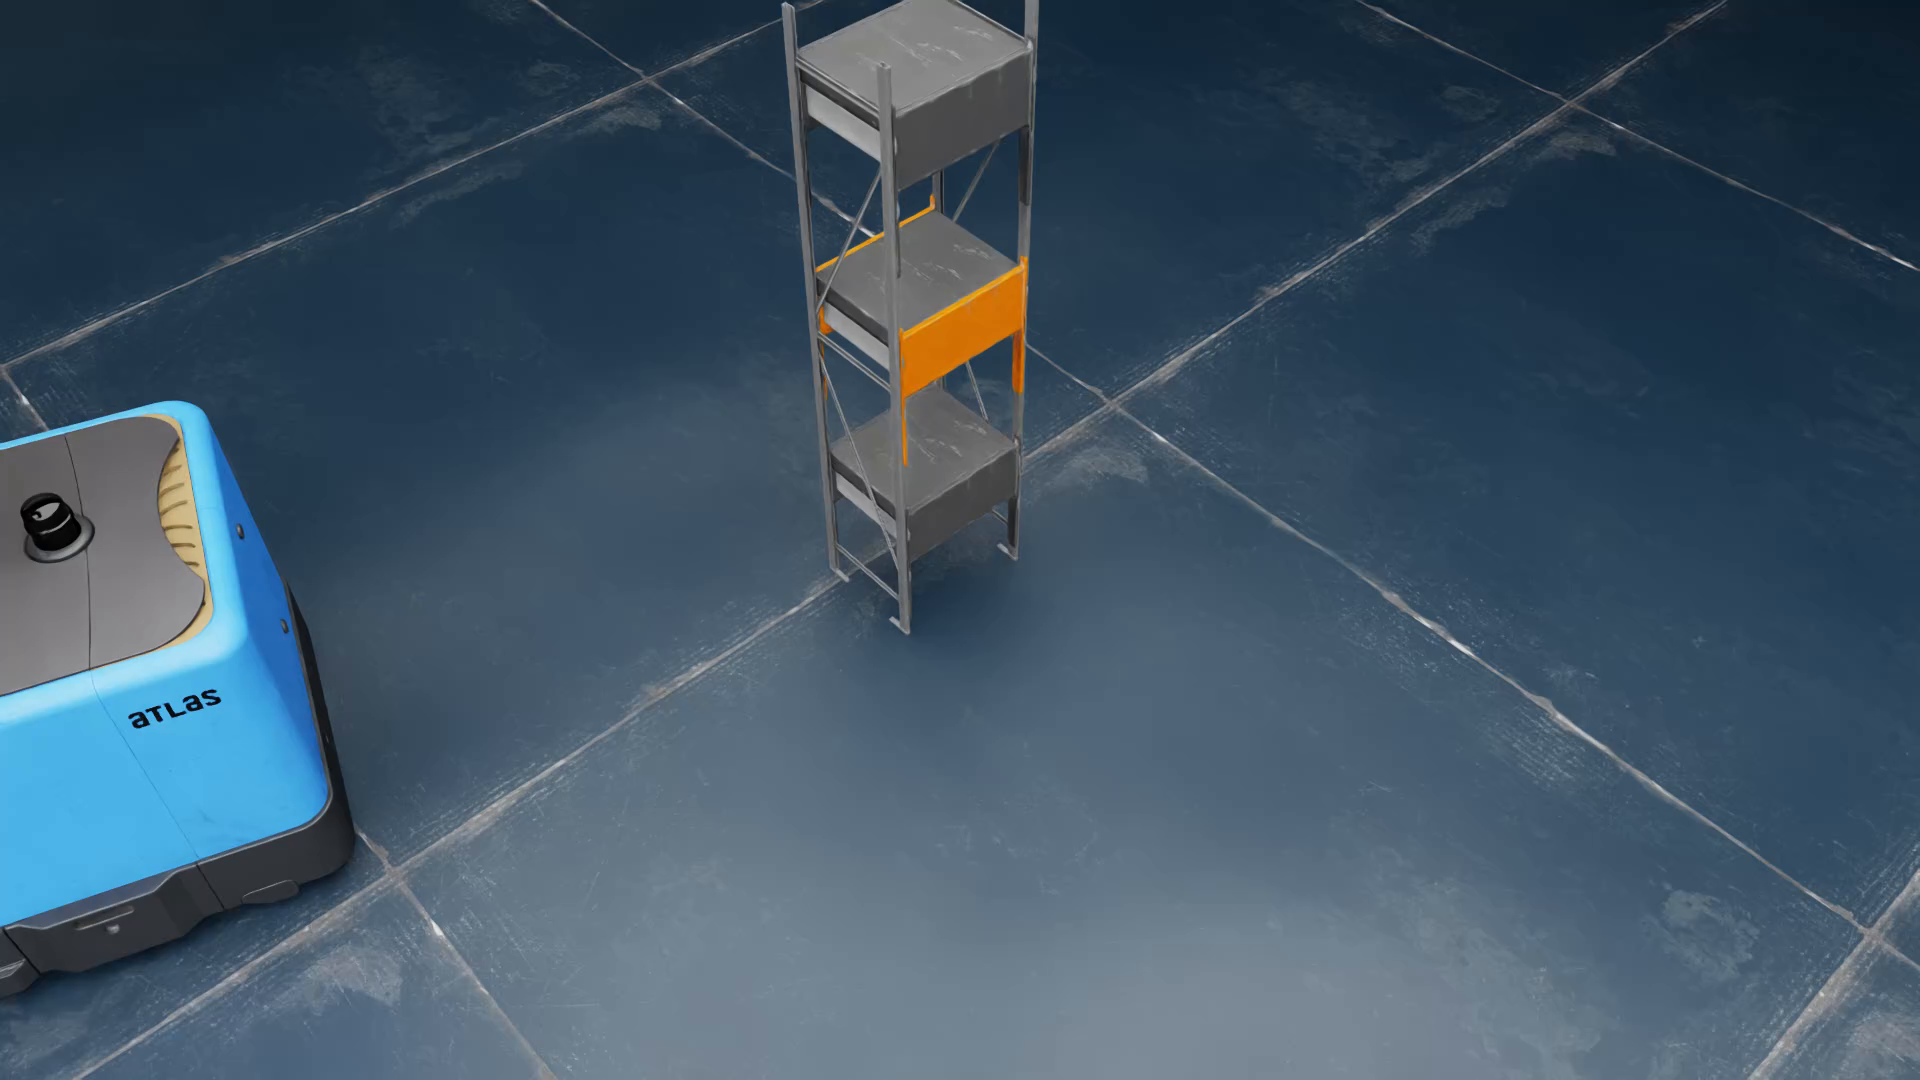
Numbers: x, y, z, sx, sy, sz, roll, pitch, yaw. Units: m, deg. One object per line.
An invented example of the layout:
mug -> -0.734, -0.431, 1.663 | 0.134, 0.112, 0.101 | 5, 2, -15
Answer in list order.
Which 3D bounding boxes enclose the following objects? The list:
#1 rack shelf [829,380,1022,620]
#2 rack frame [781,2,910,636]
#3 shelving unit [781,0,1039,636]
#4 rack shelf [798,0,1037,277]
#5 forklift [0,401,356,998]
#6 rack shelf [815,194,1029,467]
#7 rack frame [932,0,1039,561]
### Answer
rack shelf -> -0.122, -0.146, 5.427 | 0.480, 0.518, 0.431 | -34, 56, -27
rack frame -> -0.303, -0.510, 4.791 | 0.015, 2.100, 0.400 | -34, 56, -27
shelving unit -> -0.122, -0.630, 4.903 | 0.503, 2.100, 0.431 | -34, 56, -27
rack shelf -> -0.122, -1.096, 4.398 | 0.480, 0.518, 0.431 | -34, 56, -27
forklift -> -3.322, 0.083, 3.679 | 3.031, 2.935, 1.130 | -18, 50, -16
rack shelf -> -0.122, -0.621, 4.913 | 0.480, 0.518, 0.431 | -34, 56, -27
rack frame -> 0.058, -0.751, 5.014 | 0.015, 2.100, 0.400 | -34, 56, -27
